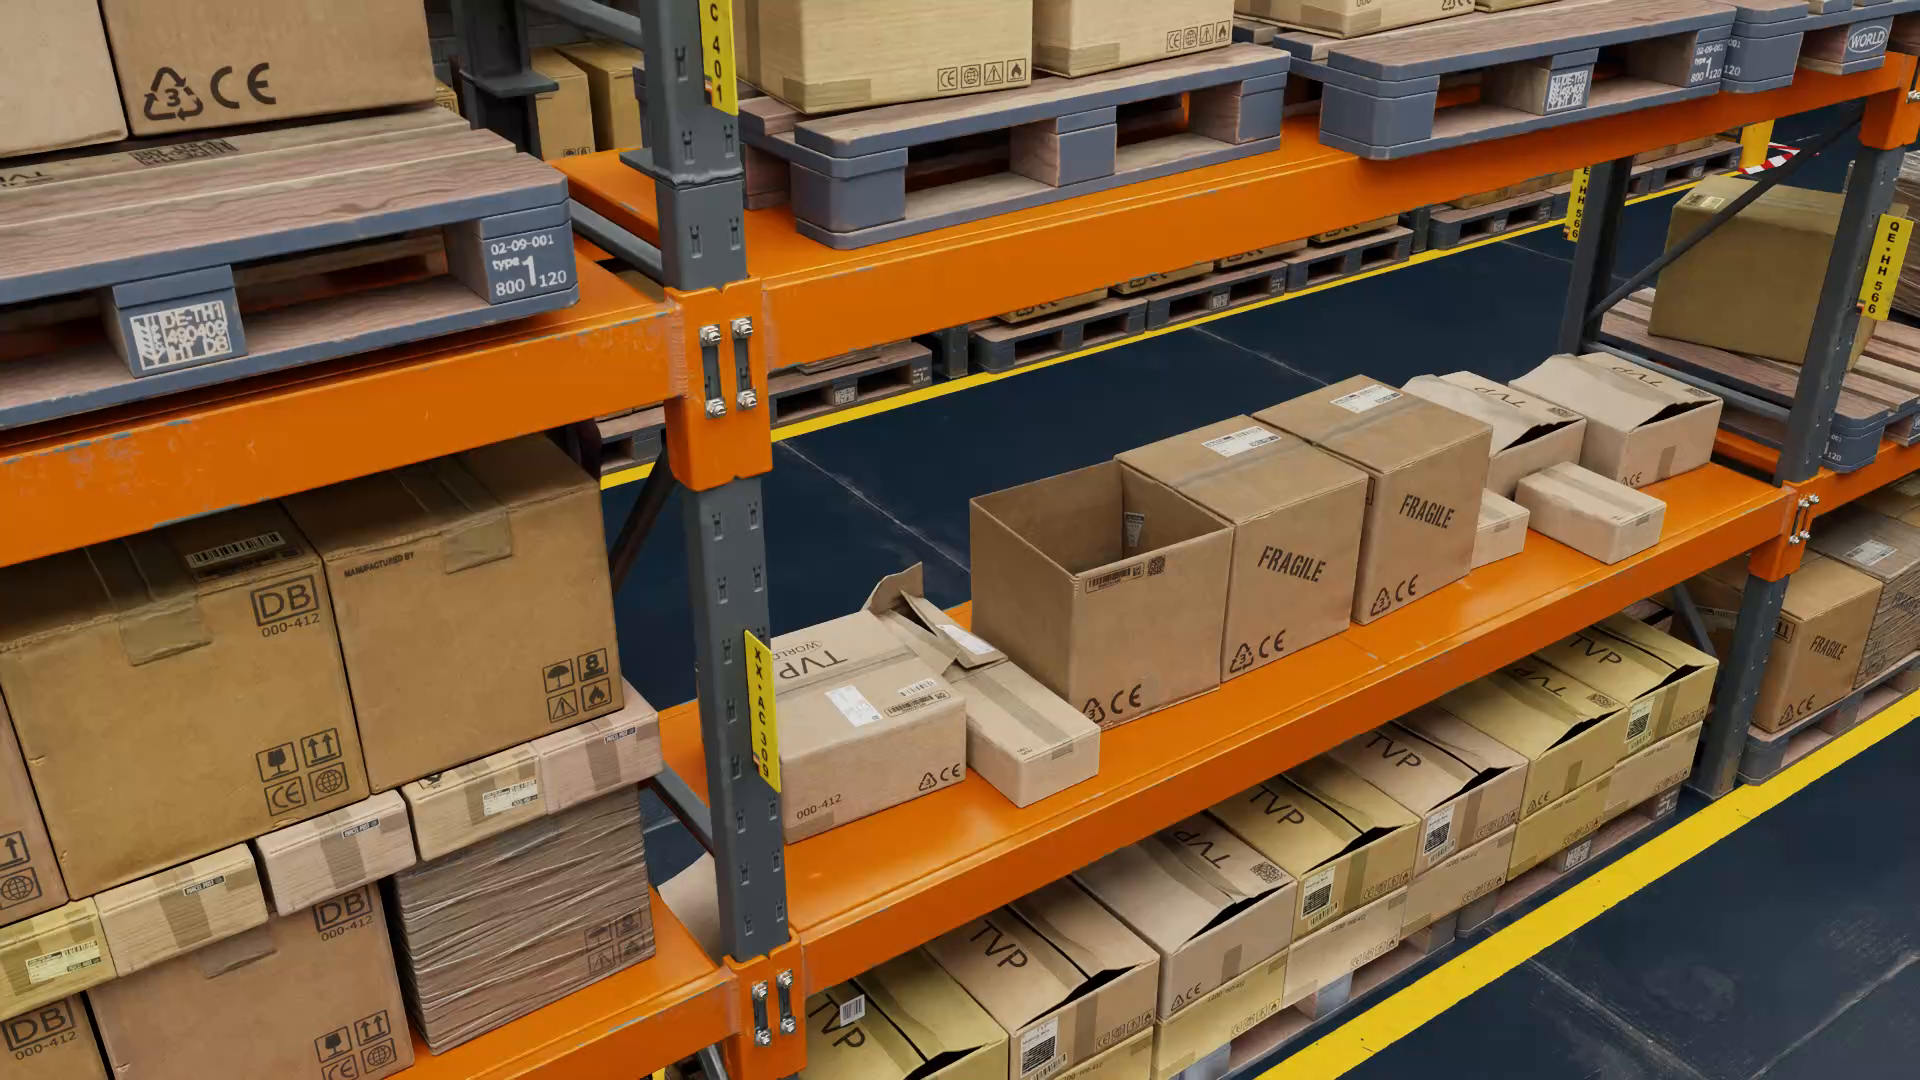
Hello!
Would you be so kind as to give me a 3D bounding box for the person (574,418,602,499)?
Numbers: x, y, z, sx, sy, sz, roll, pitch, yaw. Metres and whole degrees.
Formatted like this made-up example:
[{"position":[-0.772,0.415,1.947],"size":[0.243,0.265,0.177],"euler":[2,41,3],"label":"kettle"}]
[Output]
[{"position":[-1.626,-0.067,6.264],"size":[0.617,1.774,0.426],"euler":[-20,34,-32],"label":"person"}]
